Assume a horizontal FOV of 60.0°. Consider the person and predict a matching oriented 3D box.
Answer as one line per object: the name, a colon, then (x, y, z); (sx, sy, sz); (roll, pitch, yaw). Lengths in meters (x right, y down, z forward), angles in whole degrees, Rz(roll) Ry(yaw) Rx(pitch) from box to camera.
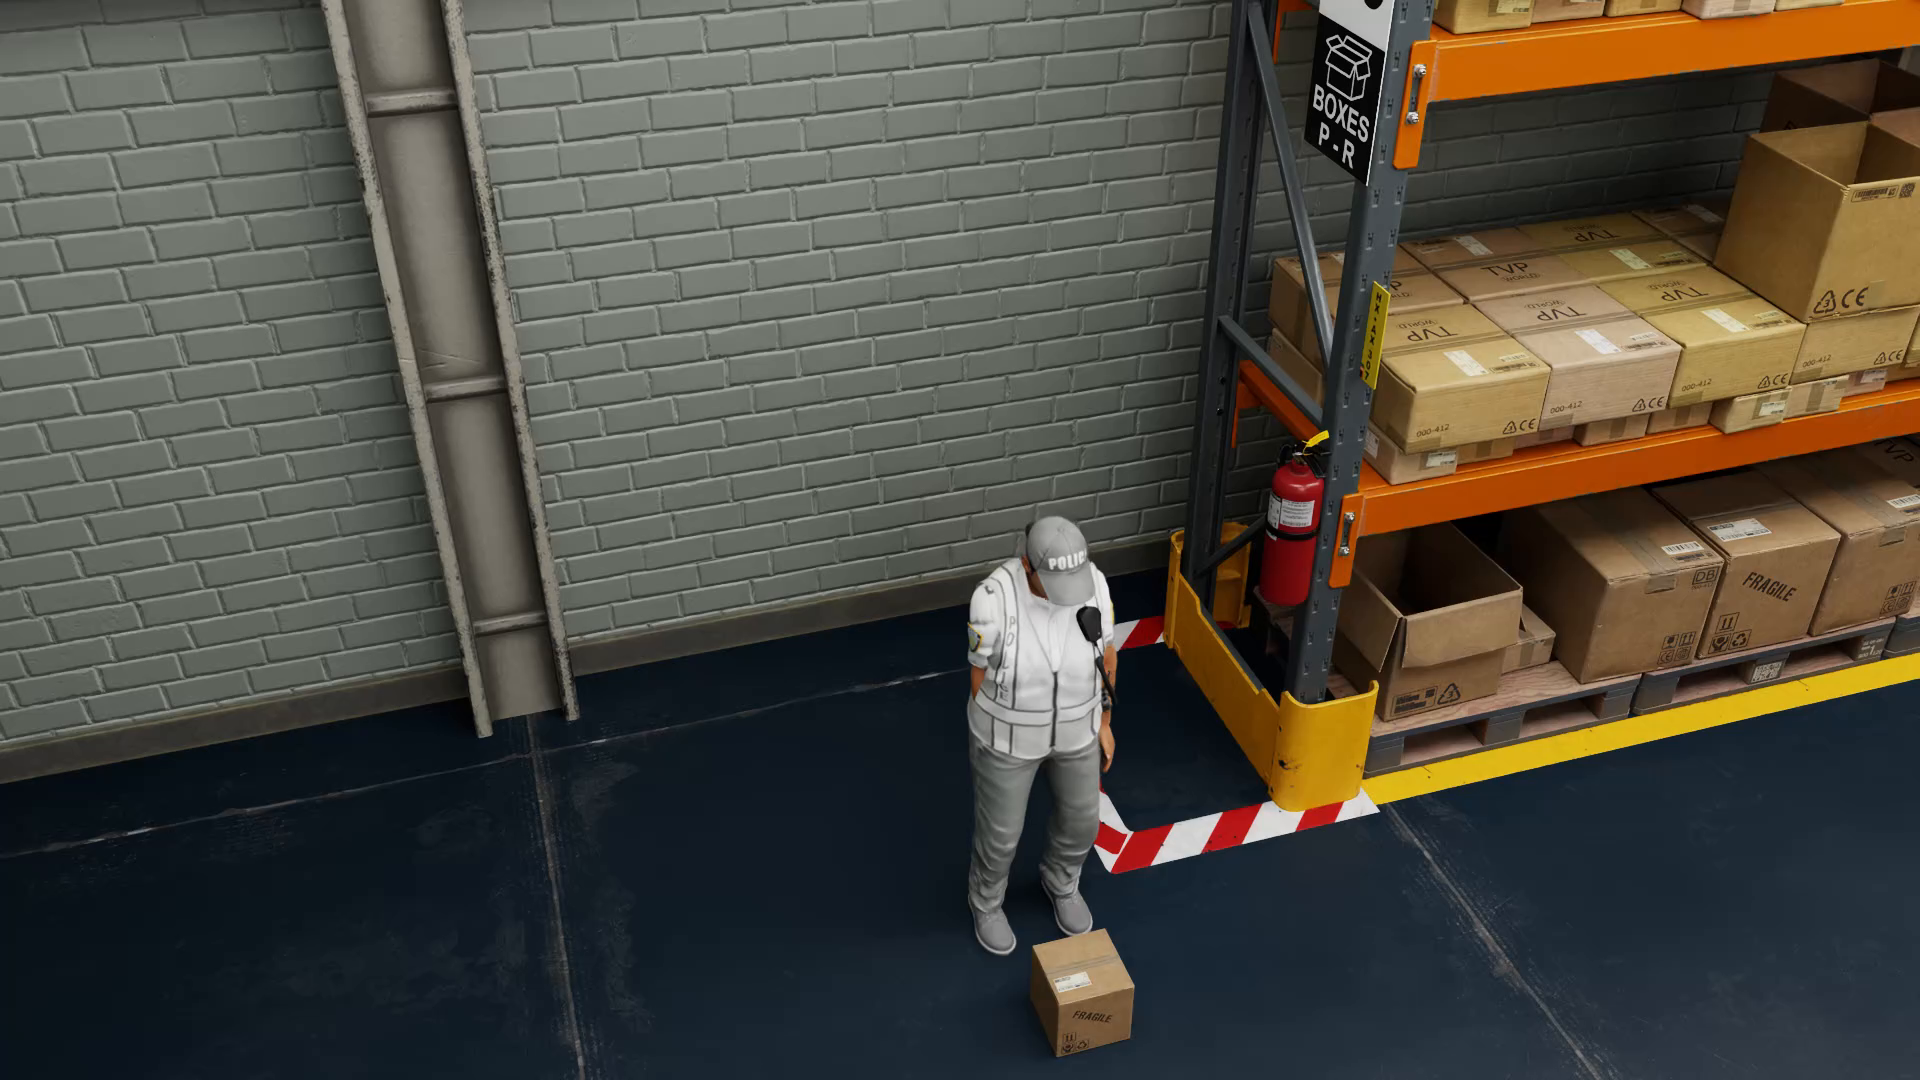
person: (0.264, 0.609, 5.266); (0.478, 1.649, 0.409); (-9, 35, -14)
